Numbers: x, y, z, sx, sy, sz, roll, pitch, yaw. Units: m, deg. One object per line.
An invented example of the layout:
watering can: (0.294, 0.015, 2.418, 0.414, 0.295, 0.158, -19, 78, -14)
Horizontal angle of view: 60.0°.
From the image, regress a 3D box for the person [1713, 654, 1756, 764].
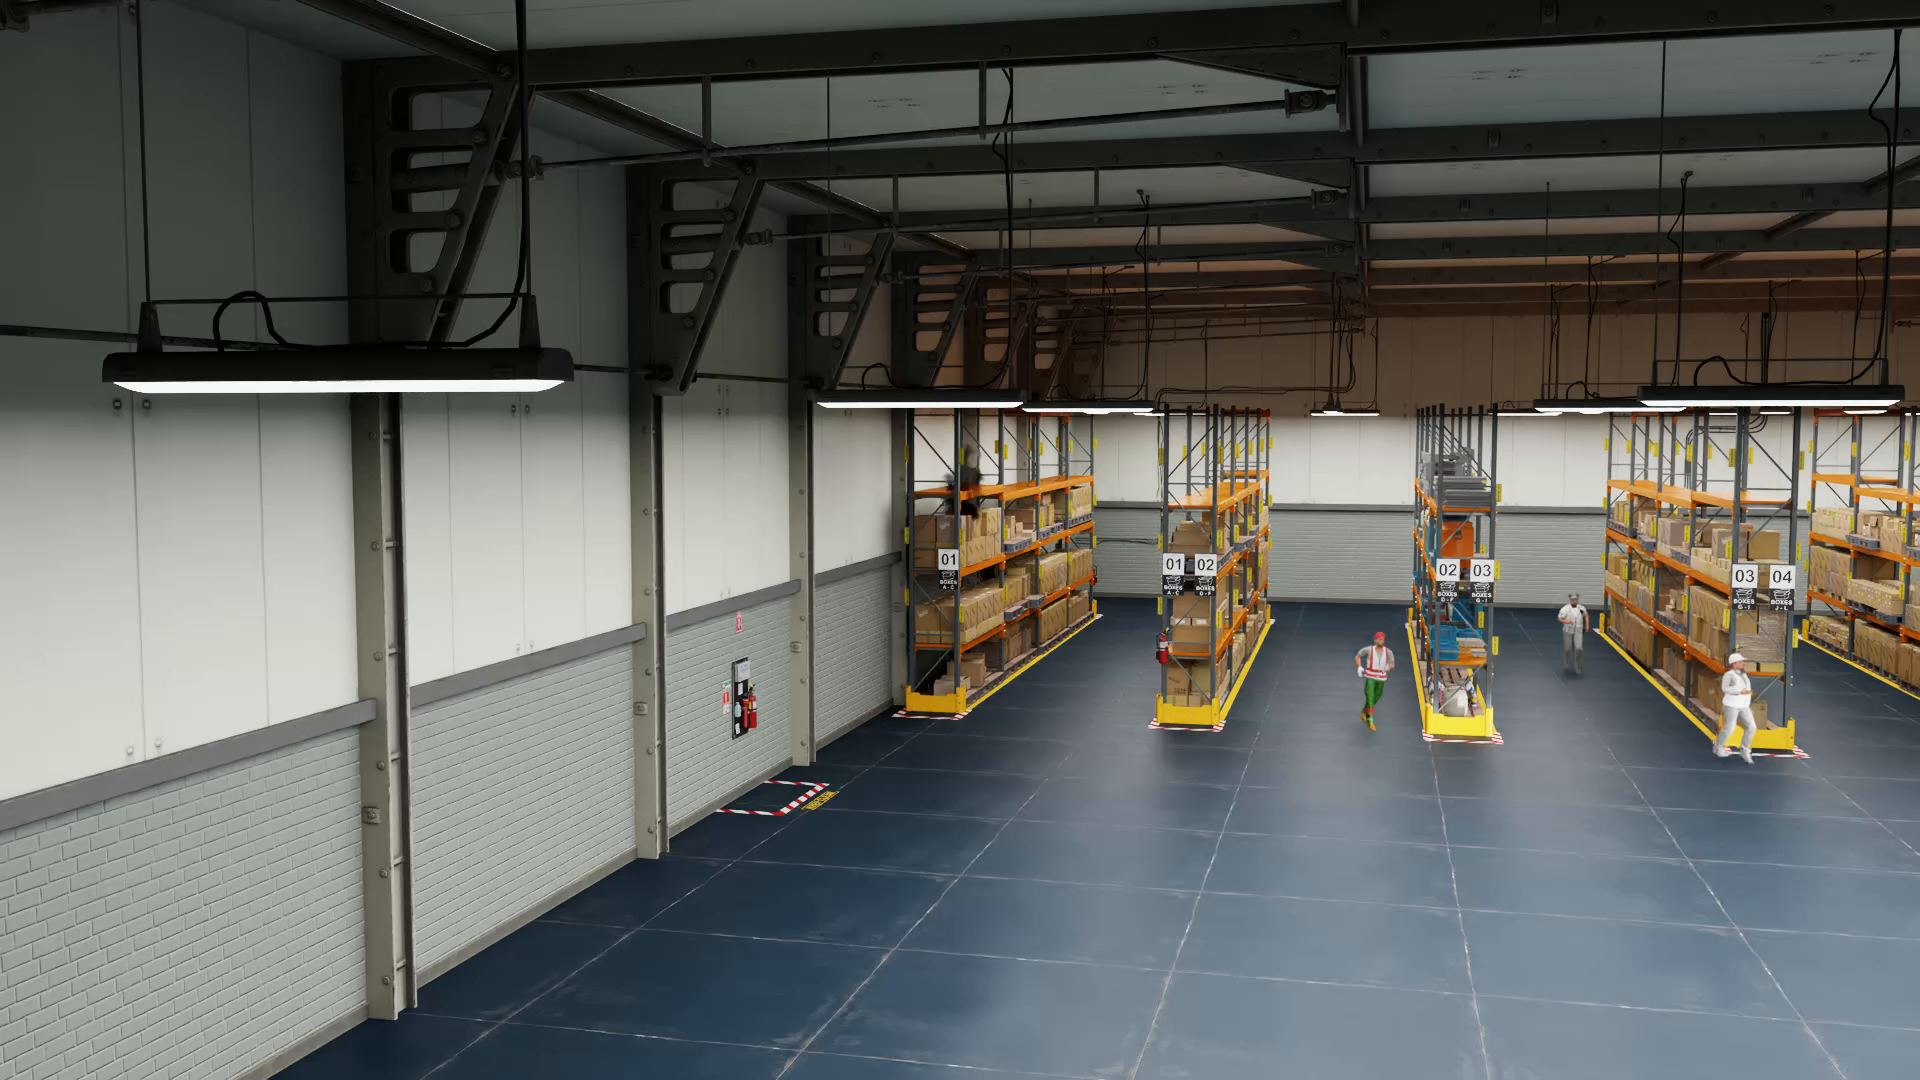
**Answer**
person: (12.997, 2.813, 27.842, 0.660, 1.824, 0.660, -2, 5, -25)

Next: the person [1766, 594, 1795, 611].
person: (20.125, 1.888, 40.866, 0.745, 1.740, 0.688, 2, 4, 21)

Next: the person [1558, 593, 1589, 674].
person: (13.864, 2.126, 37.584, 0.683, 1.866, 0.783, 1, 4, 11)

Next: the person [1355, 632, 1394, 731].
person: (7.697, 2.578, 30.773, 0.687, 1.768, 0.992, 0, 4, -4)
